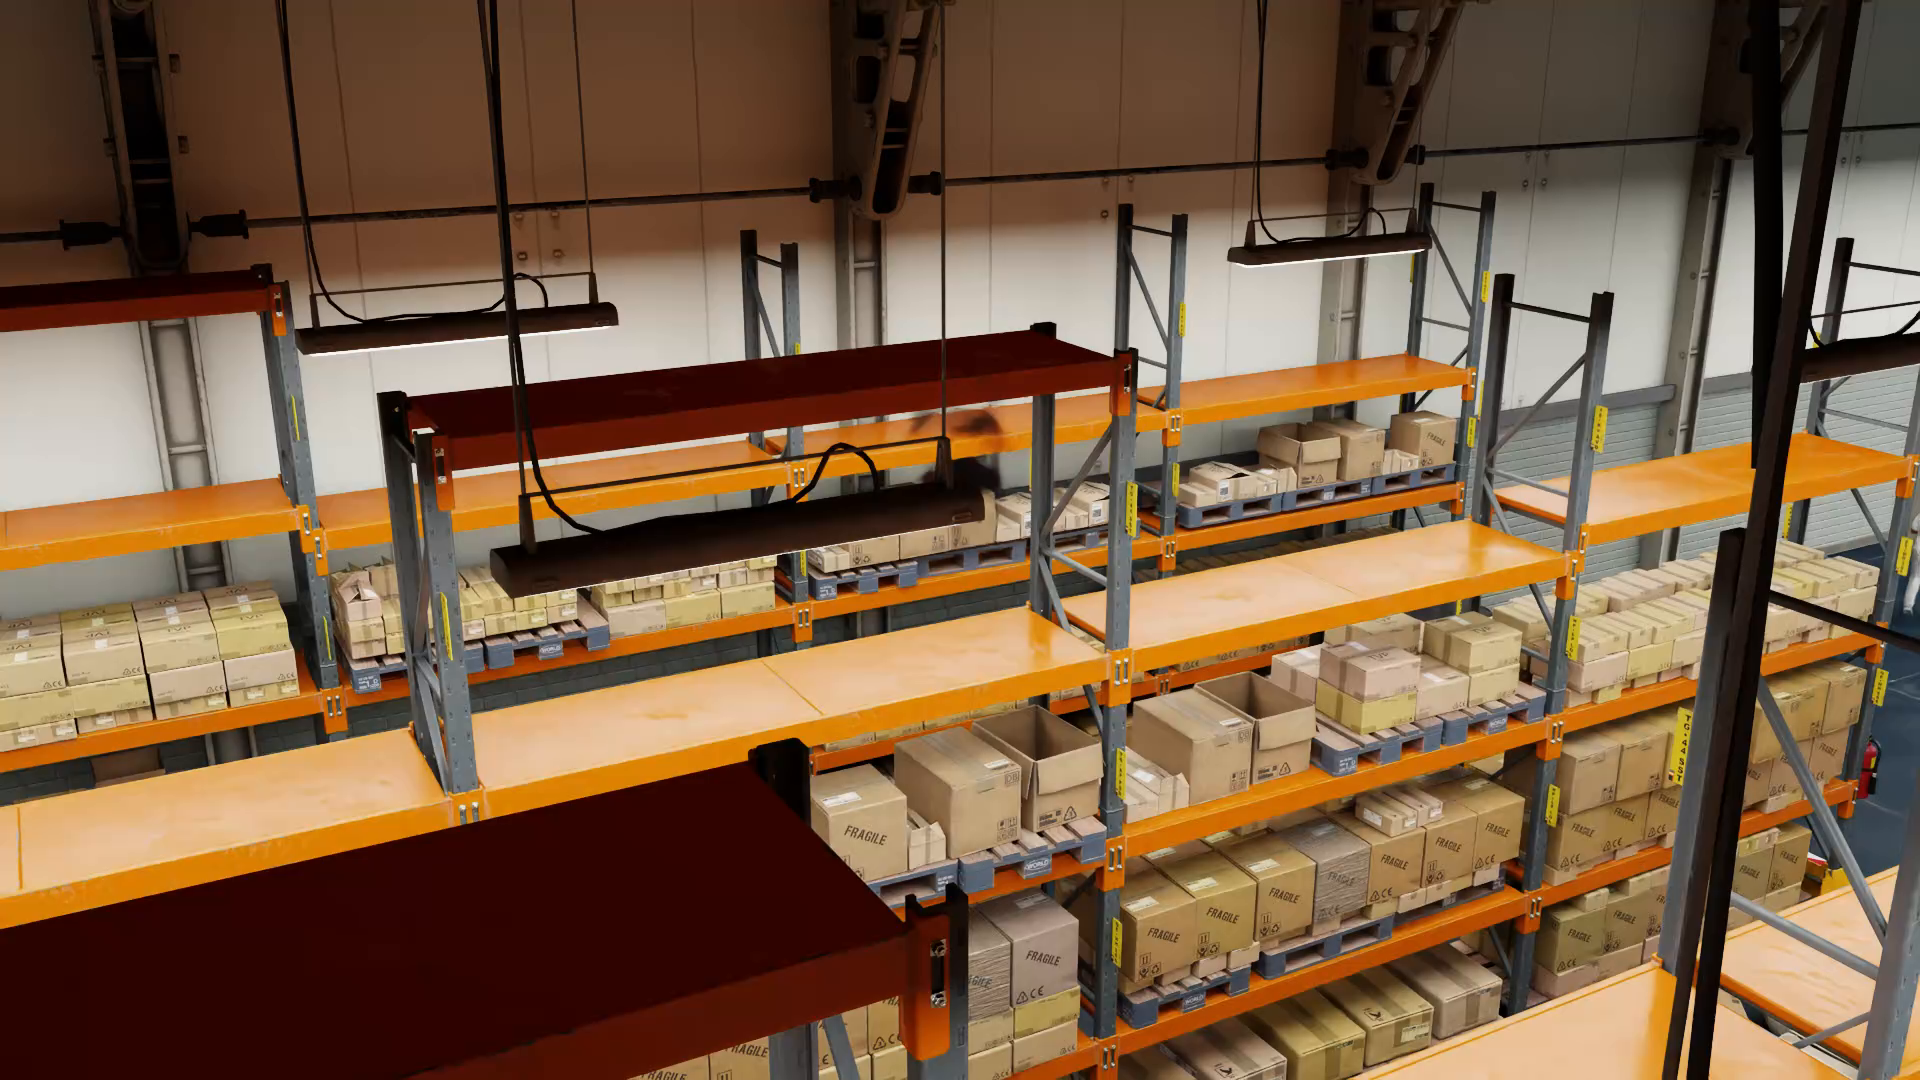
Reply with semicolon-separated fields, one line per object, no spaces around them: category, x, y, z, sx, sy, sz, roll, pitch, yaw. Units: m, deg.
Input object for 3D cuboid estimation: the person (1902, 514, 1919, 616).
person;12.890;0.233;22.137;0.580;1.711;0.855;15;23;38
